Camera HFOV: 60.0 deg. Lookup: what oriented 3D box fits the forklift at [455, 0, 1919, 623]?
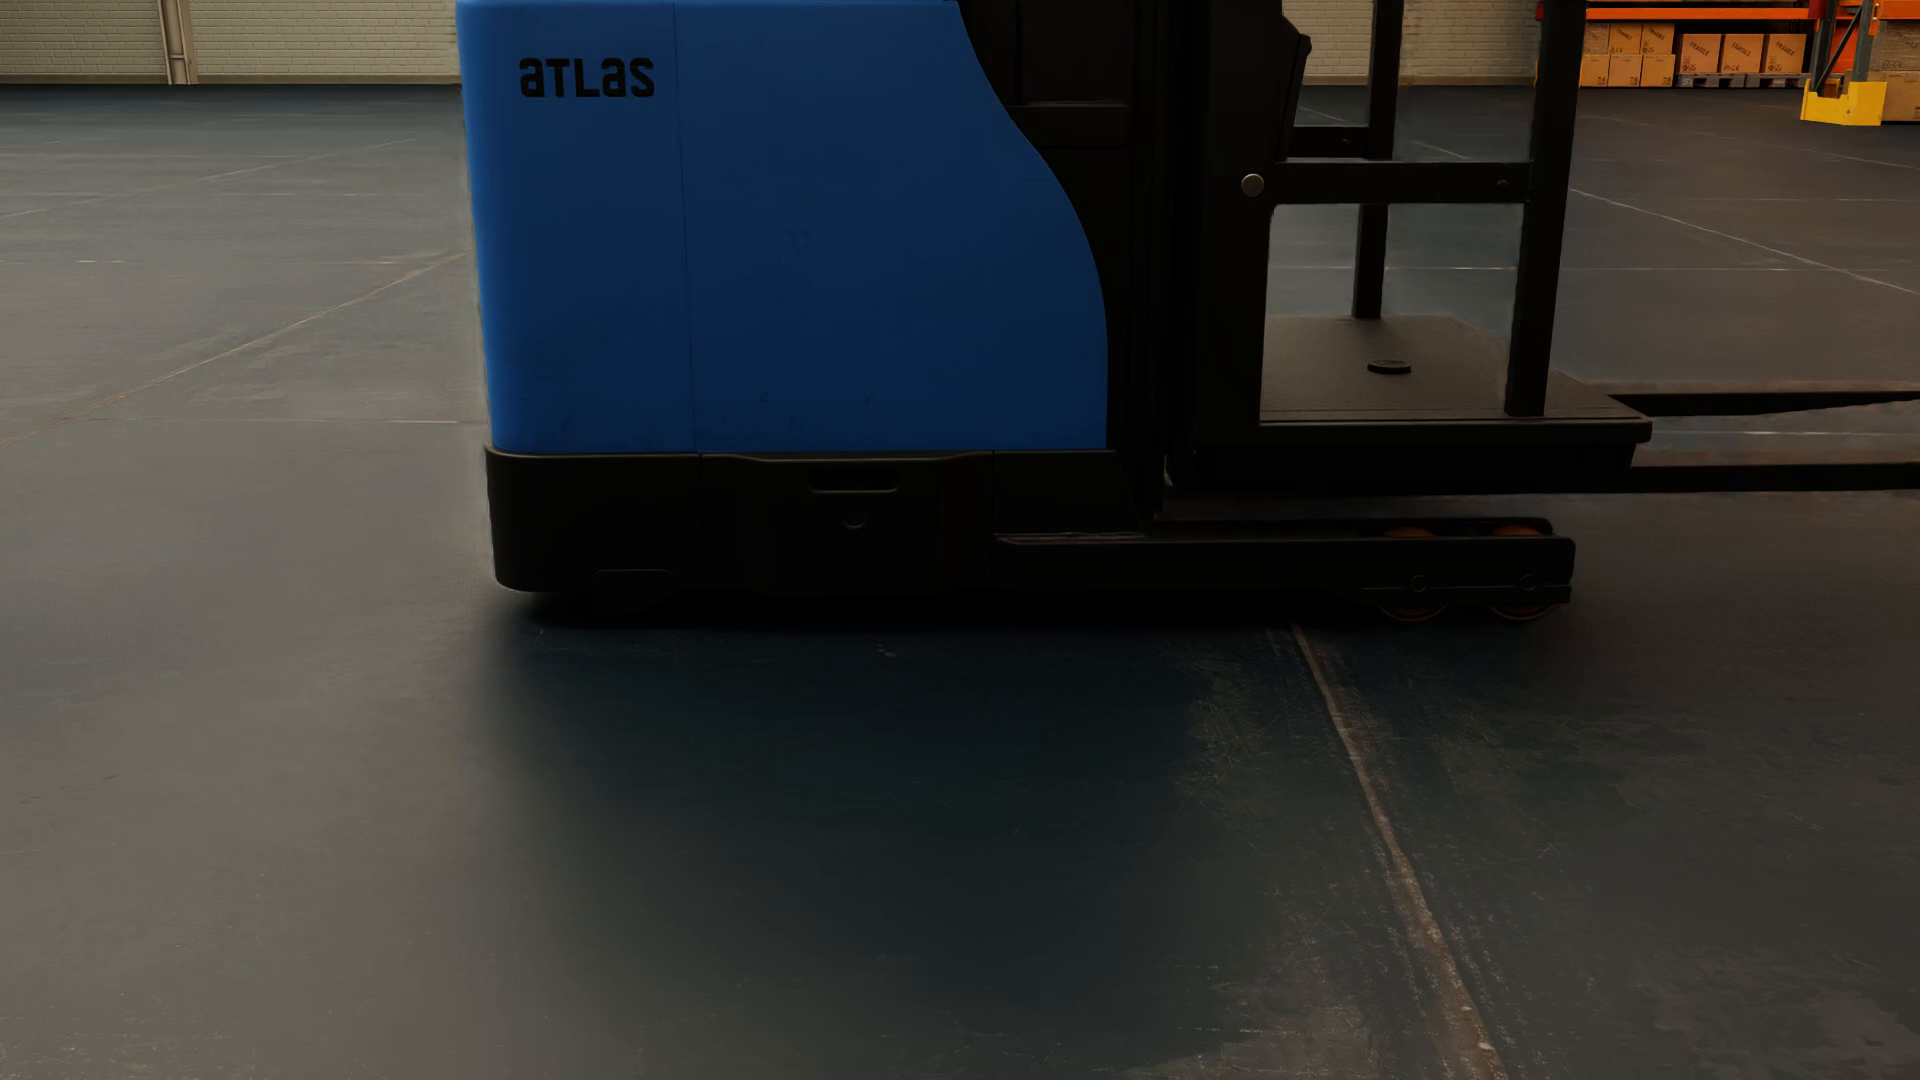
[{"bbox_3d":[0.680,-1.413,2.978,3.031,2.935,1.130,-1,17,-2],"label":"forklift"}]
